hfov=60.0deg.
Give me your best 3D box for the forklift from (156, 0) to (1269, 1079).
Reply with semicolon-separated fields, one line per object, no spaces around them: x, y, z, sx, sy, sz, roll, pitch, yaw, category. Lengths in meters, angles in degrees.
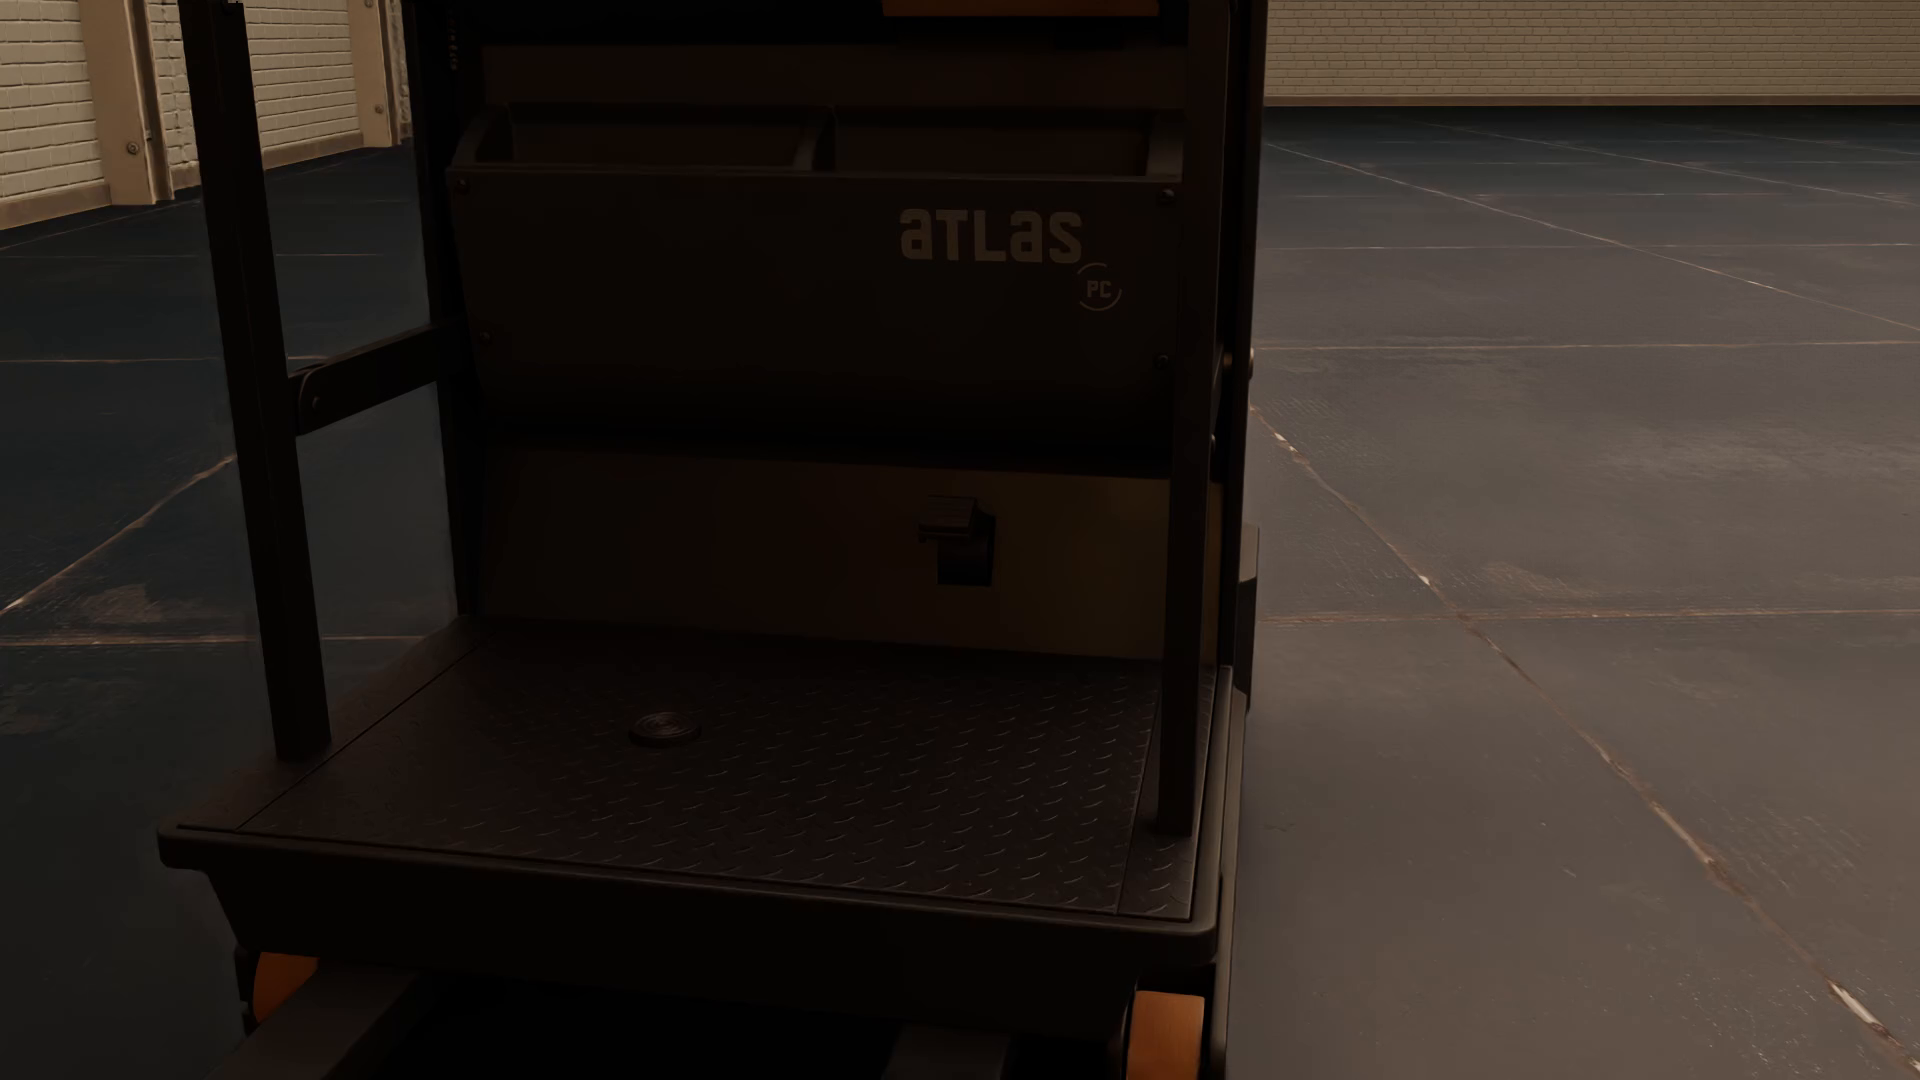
-0.214;-0.865;1.736;1.130;2.935;3.031;3;17;10;forklift
